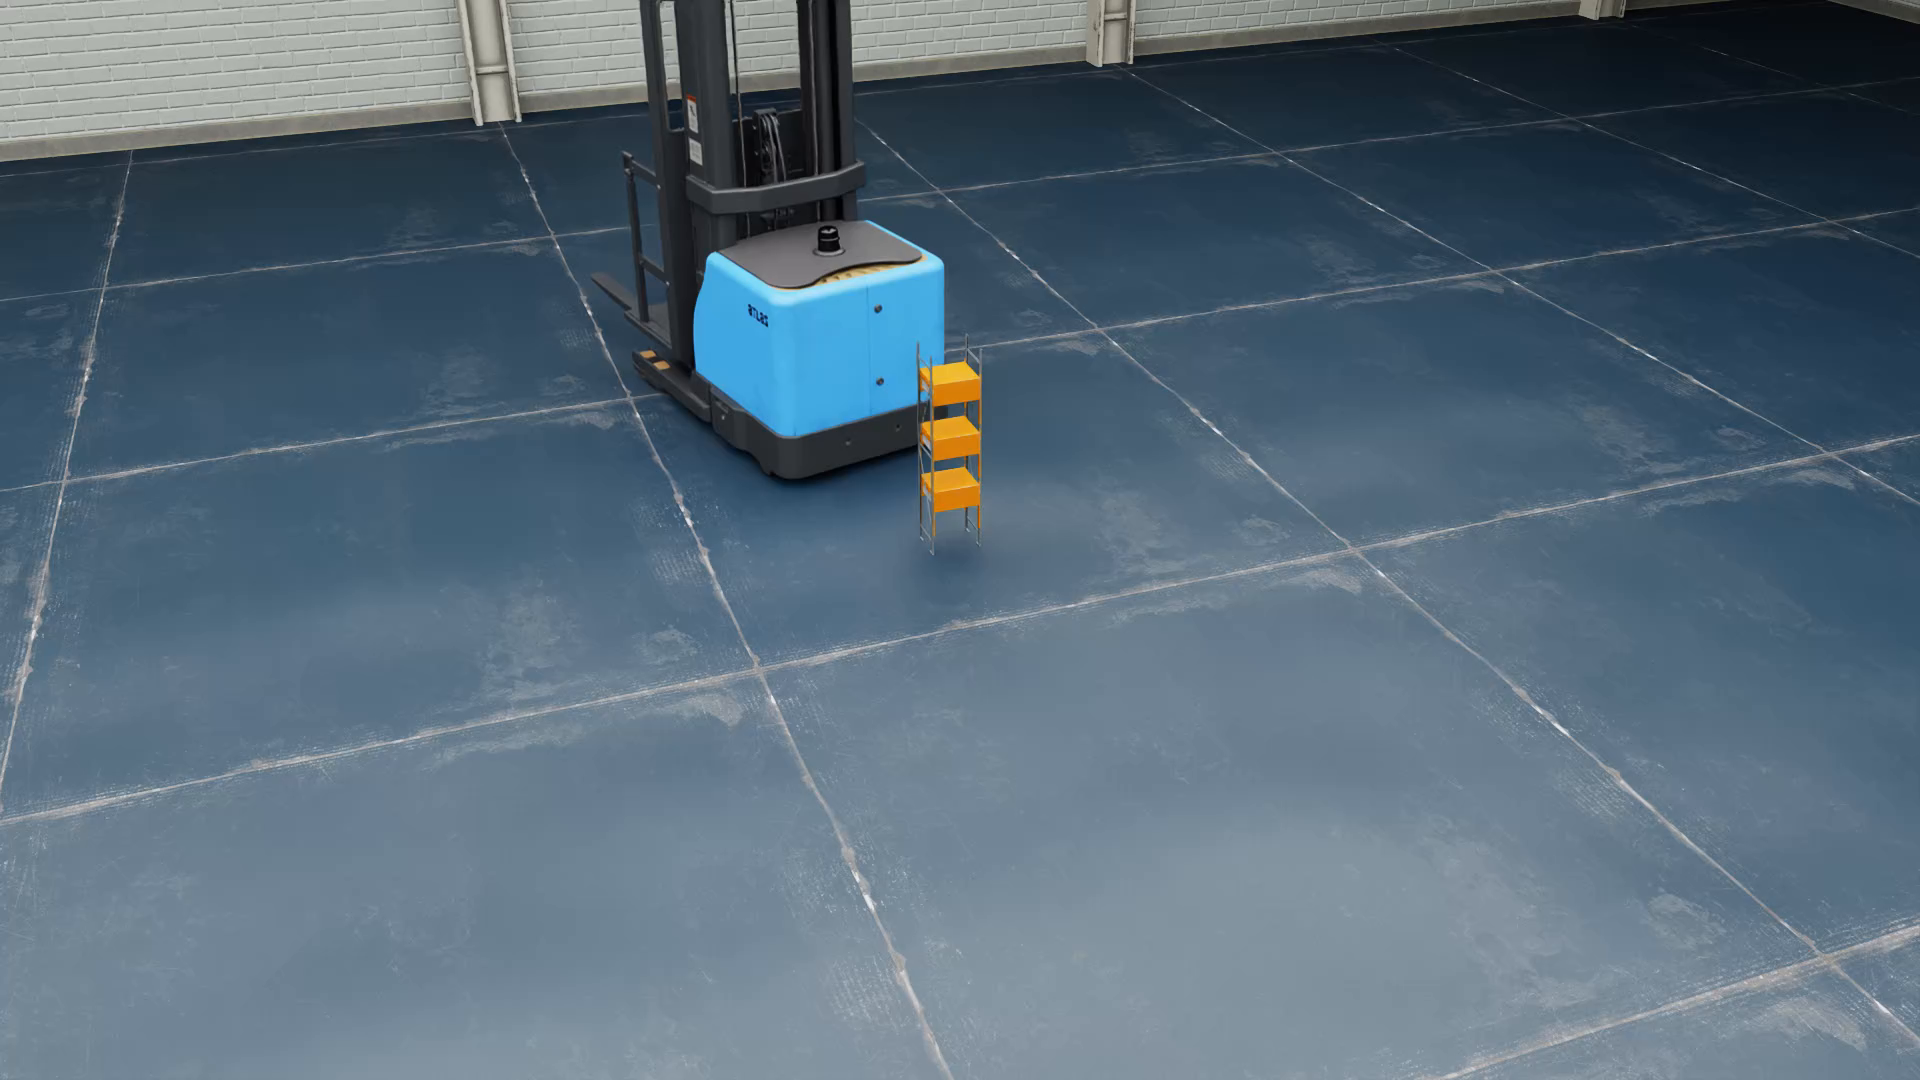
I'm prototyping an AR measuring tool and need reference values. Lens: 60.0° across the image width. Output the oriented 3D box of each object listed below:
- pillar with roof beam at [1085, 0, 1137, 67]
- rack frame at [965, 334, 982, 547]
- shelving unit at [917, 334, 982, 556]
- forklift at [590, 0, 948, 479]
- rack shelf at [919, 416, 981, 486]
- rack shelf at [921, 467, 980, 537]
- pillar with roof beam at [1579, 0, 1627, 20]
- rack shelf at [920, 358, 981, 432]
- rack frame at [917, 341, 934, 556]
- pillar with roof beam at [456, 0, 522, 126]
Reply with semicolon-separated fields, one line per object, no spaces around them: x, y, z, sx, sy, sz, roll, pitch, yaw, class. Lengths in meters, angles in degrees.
2.994;-6.707;10.933;0.400;9.000;9.100;-10;31;-18;pillar with roof beam
0.064;-0.468;8.011;0.008;1.050;0.200;-10;31;-18;rack frame
-0.050;-0.447;7.974;0.252;1.050;0.215;-10;31;-18;shelving unit
-1.297;-2.276;9.285;1.130;2.935;3.031;-18;34;-29;forklift
-0.050;-0.438;7.979;0.240;0.259;0.215;-10;31;-18;rack shelf
-0.050;-0.196;8.117;0.240;0.259;0.215;-10;31;-18;rack shelf
8.618;-7.743;12.750;0.400;9.000;9.100;-10;31;-18;pillar with roof beam
-0.050;-0.684;7.839;0.240;0.259;0.215;-10;31;-18;rack shelf
-0.164;-0.426;7.937;0.008;1.050;0.200;-10;31;-18;rack frame
-2.629;-5.672;9.115;0.400;9.000;9.100;-10;31;-18;pillar with roof beam
